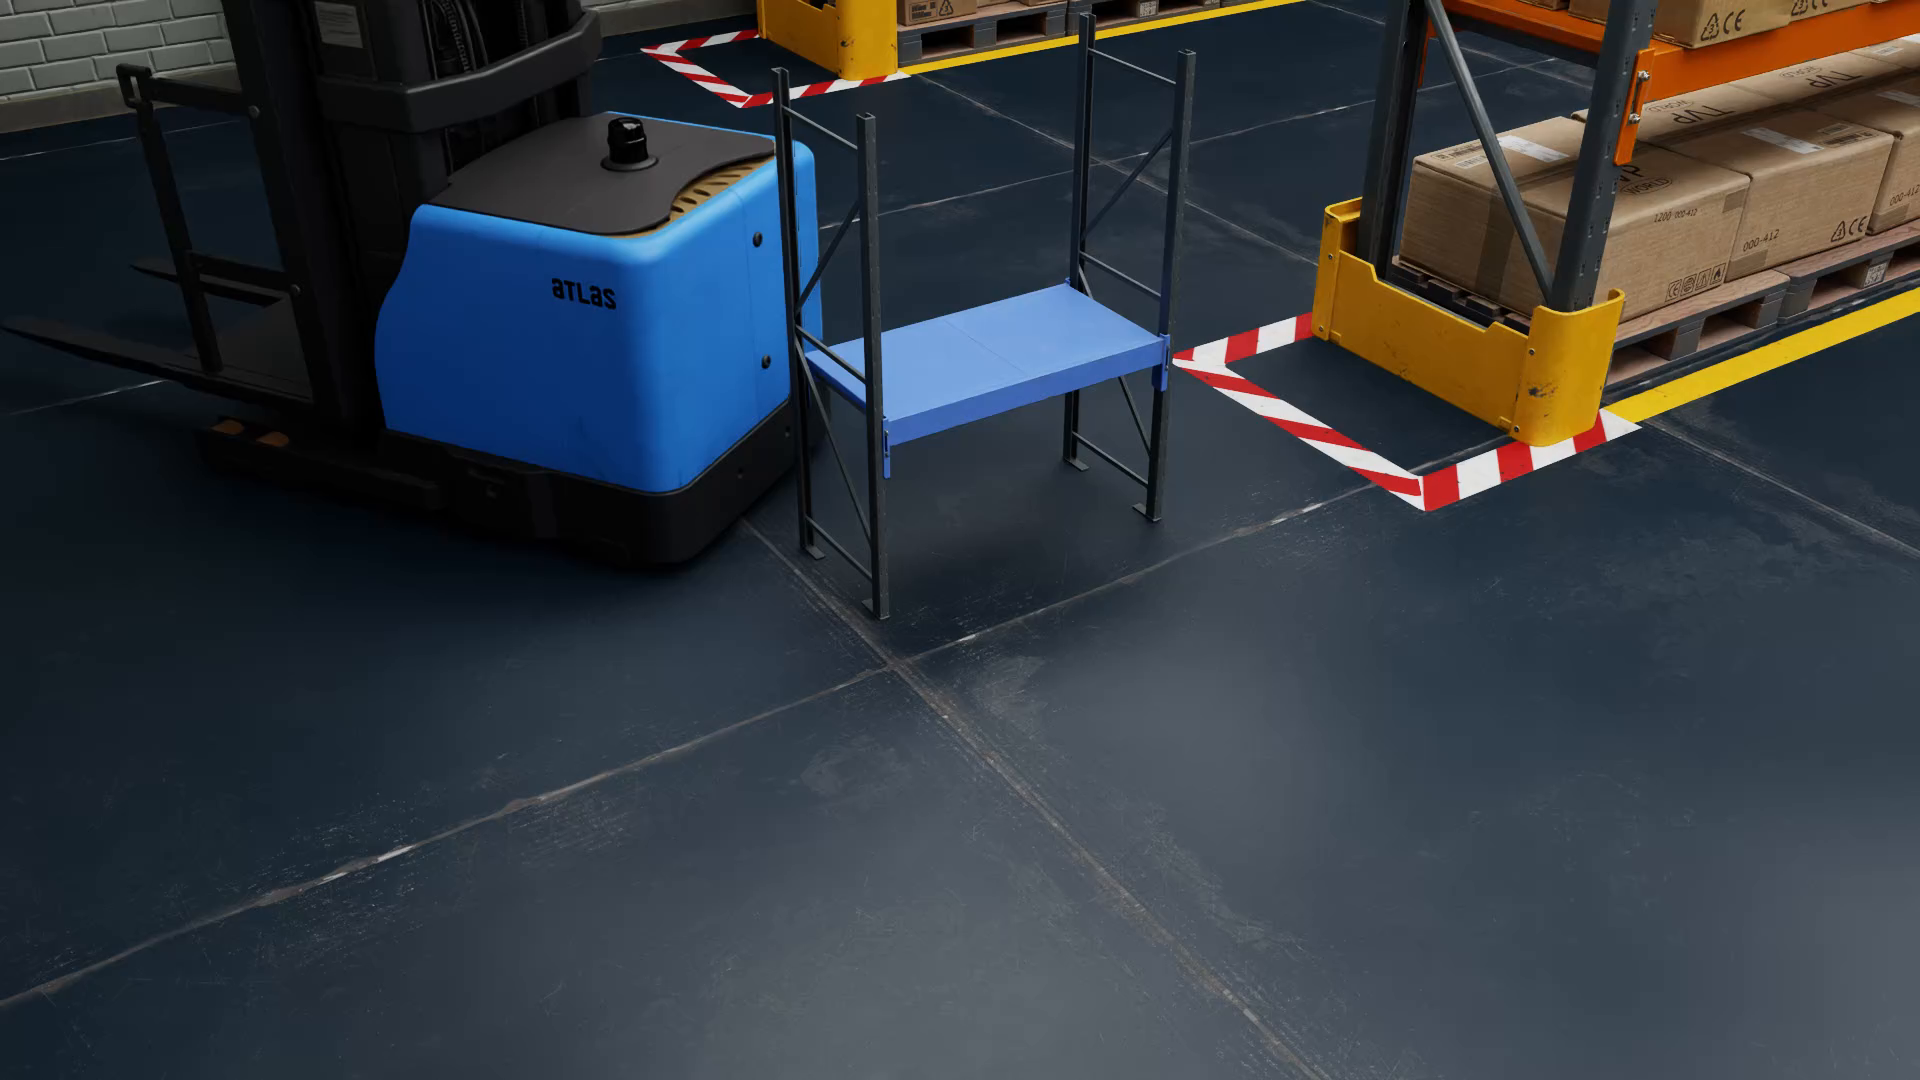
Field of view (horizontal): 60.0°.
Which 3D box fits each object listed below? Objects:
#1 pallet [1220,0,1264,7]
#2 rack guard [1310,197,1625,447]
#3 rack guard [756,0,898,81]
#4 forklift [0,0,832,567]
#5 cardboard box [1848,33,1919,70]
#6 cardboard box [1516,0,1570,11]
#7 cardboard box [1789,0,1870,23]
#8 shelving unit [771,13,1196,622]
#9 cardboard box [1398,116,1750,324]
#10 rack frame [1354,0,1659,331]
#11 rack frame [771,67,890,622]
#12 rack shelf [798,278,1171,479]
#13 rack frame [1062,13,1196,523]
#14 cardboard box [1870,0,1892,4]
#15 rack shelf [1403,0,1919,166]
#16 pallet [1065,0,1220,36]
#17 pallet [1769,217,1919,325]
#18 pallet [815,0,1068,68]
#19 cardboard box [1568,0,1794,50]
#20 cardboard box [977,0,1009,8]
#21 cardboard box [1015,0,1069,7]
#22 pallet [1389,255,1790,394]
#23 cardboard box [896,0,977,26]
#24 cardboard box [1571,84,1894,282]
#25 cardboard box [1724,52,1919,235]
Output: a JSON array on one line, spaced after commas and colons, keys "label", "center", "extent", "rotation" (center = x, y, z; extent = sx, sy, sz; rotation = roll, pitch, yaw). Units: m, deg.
[{"label": "pallet", "center": [1.930, -3.899, 11.233], "extent": [1.213, 0.211, 1.003], "rotation": [-19, 37, -27]}, {"label": "rack guard", "center": [1.818, -0.831, 6.099], "extent": [0.348, 0.500, 1.175], "rotation": [-19, 37, -27]}, {"label": "rack guard", "center": [-0.791, -3.085, 9.672], "extent": [0.348, 0.500, 1.175], "rotation": [-19, 37, -27]}, {"label": "forklift", "center": [-2.005, -1.674, 5.157], "extent": [3.031, 2.935, 1.130], "rotation": [13, 35, 20]}, {"label": "cardboard box", "center": [4.614, -2.012, 7.636], "extent": [0.875, 0.438, 0.875], "rotation": [-20, 37, -28]}, {"label": "cardboard box", "center": [2.100, -2.196, 5.826], "extent": [0.500, 0.500, 0.500], "rotation": [-19, 37, -27]}, {"label": "cardboard box", "center": [2.807, -2.106, 5.684], "extent": [0.500, 0.500, 0.500], "rotation": [-20, 37, -28]}, {"label": "shelving unit", "center": [0.072, -0.659, 4.889], "extent": [1.048, 1.500, 0.538], "rotation": [-19, 37, -27]}, {"label": "cardboard box", "center": [2.338, -1.225, 6.388], "extent": [0.875, 0.438, 0.875], "rotation": [-20, 38, -29]}, {"label": "rack frame", "center": [1.838, -1.895, 5.443], "extent": [0.127, 3.000, 1.000], "rotation": [-19, 37, -27]}, {"label": "rack frame", "center": [-0.356, -0.512, 4.656], "extent": [0.032, 1.500, 0.500], "rotation": [-19, 37, -27]}, {"label": "rack shelf", "center": [0.072, -0.507, 4.985], "extent": [1.000, 0.185, 0.538], "rotation": [-19, 37, -27]}, {"label": "rack frame", "center": [0.499, -0.806, 5.122], "extent": [0.032, 1.500, 0.500], "rotation": [-19, 37, -27]}, {"label": "cardboard box", "center": [3.244, -2.245, 5.904], "extent": [0.500, 0.500, 0.500], "rotation": [-19, 37, -28]}, {"label": "rack shelf", "center": [3.519, -2.169, 6.552], "extent": [4.000, 0.370, 1.077], "rotation": [-19, 37, -27]}, {"label": "pallet", "center": [0.903, -3.544, 10.671], "extent": [1.213, 0.211, 1.003], "rotation": [-19, 37, -27]}, {"label": "pallet", "center": [3.492, -1.333, 7.165], "extent": [1.213, 0.211, 1.003], "rotation": [-19, 37, -27]}, {"label": "pallet", "center": [-0.121, -3.194, 10.115], "extent": [1.213, 0.211, 1.003], "rotation": [-19, 37, -27]}, {"label": "cardboard box", "center": [2.397, -1.948, 5.433], "extent": [0.500, 0.500, 0.500], "rotation": [-19, 37, -28]}, {"label": "cardboard box", "center": [0.089, -3.332, 9.999], "extent": [0.250, 0.149, 0.380], "rotation": [-21, 38, -29]}, {"label": "cardboard box", "center": [0.450, -3.605, 10.102], "extent": [0.500, 0.500, 0.700], "rotation": [-17, 36, -25]}, {"label": "pallet", "center": [2.467, -0.982, 6.609], "extent": [1.213, 0.211, 1.003], "rotation": [-19, 37, -27]}, {"label": "cardboard box", "center": [-0.289, -3.376, 9.737], "extent": [0.637, 0.503, 0.797], "rotation": [-21, 38, -29]}, {"label": "cardboard box", "center": [3.103, -1.493, 6.814], "extent": [0.875, 0.438, 0.875], "rotation": [-18, 36, -26]}, {"label": "cardboard box", "center": [3.862, -1.753, 7.226], "extent": [0.875, 0.438, 0.875], "rotation": [-20, 37, -29]}]
